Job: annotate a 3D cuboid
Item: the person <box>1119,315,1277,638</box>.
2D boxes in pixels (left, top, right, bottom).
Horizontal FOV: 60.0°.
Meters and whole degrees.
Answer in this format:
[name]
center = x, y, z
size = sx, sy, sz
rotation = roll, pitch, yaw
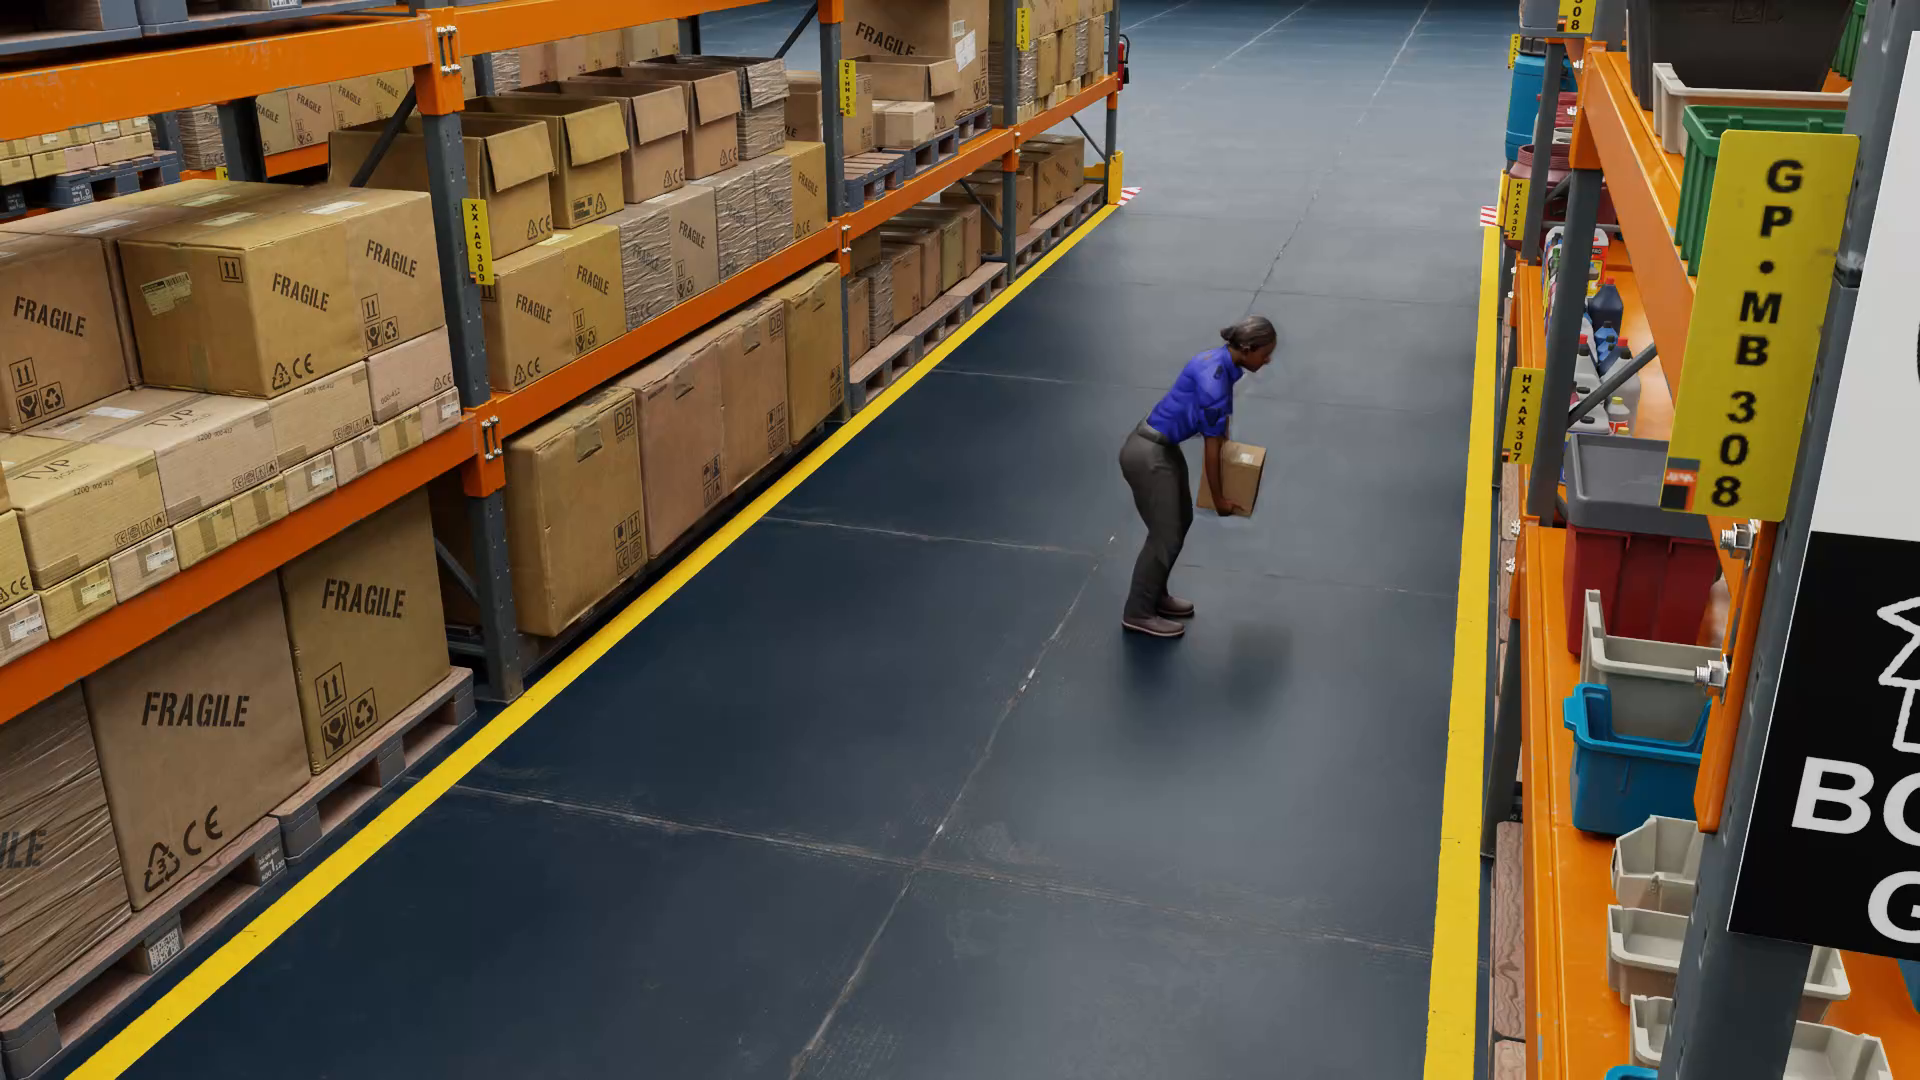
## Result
[person]
center = 1.061, -0.297, 7.549
size = 0.656, 1.502, 0.409
rotation = 6, 23, 15
